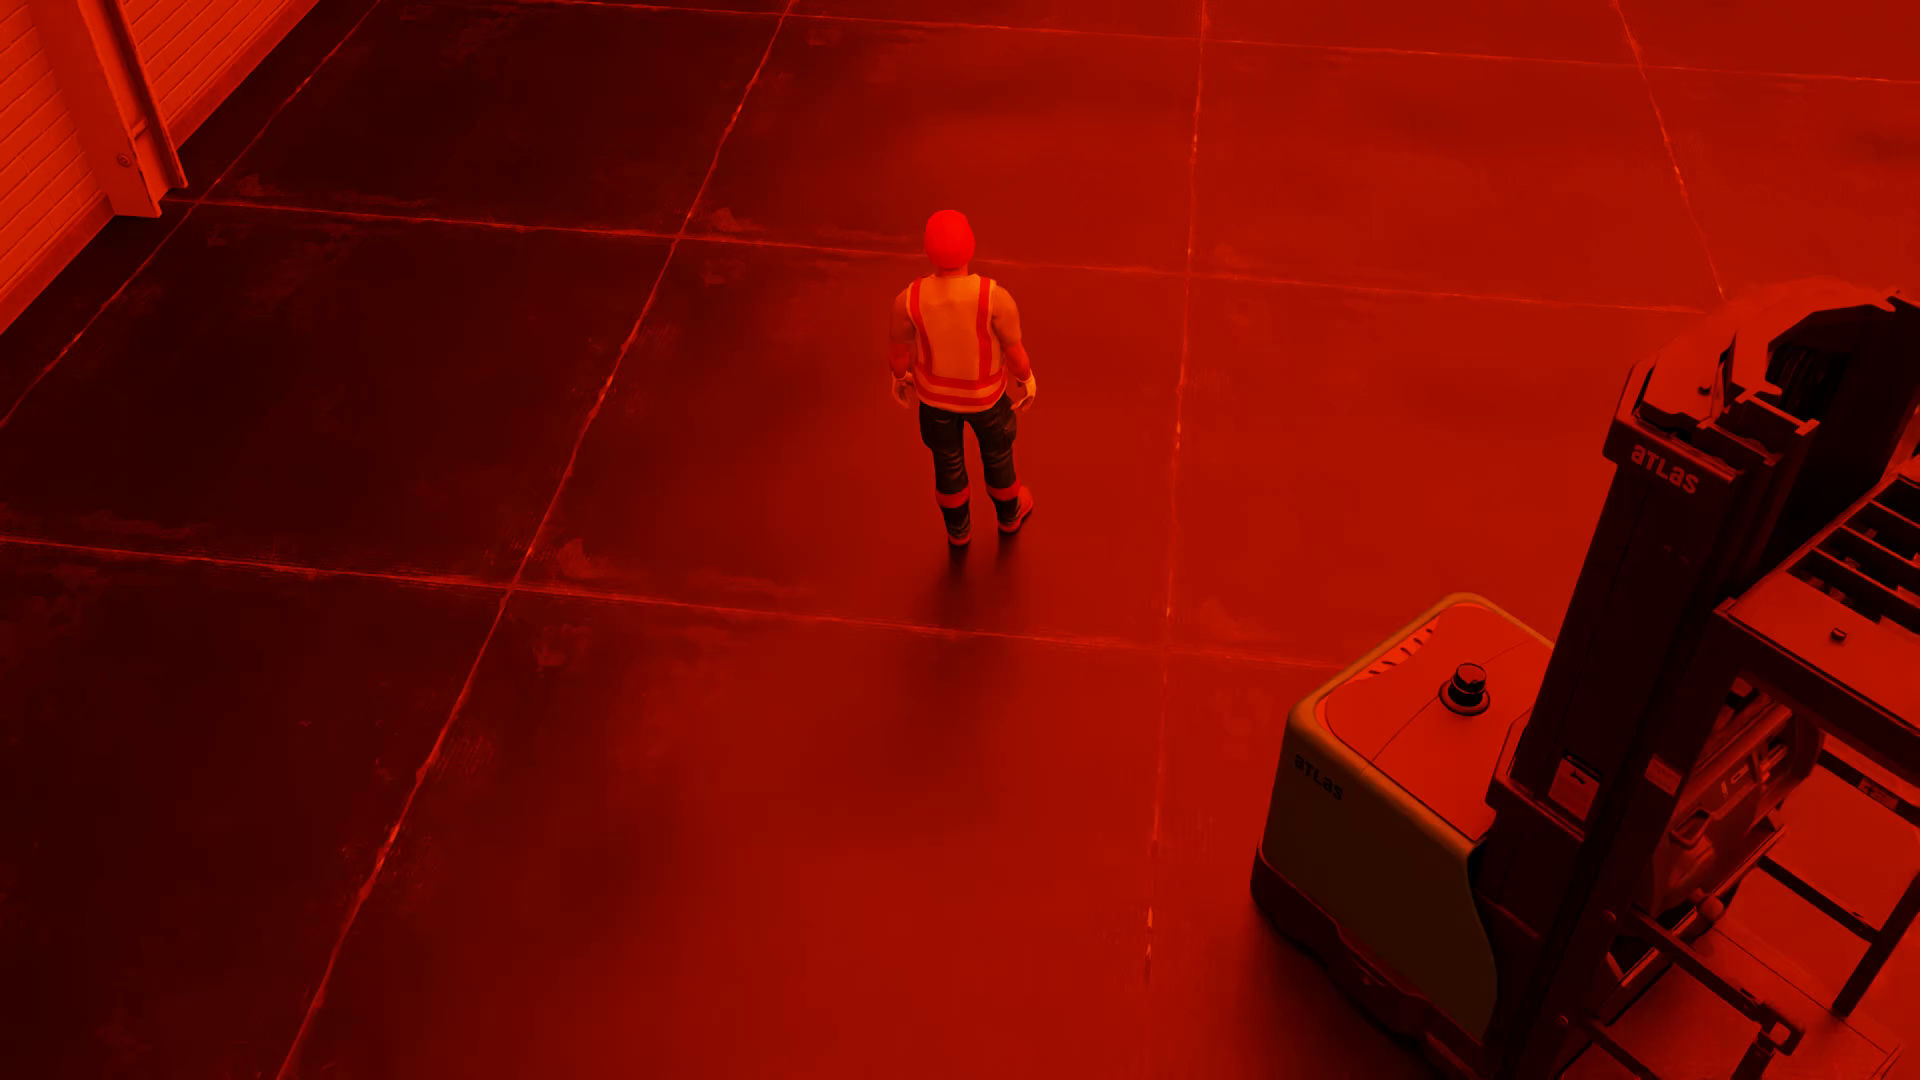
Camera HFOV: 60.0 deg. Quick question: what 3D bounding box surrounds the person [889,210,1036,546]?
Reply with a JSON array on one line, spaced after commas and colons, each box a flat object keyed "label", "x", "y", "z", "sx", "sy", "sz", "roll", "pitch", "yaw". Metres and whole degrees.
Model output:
[{"label": "person", "x": 0.023, "y": -0.717, "z": 7.338, "sx": 0.637, "sy": 1.787, "sz": 0.564, "roll": 5, "pitch": 43, "yaw": 6}]

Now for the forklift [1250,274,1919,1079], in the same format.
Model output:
[{"label": "forklift", "x": 2.434, "y": 0.851, "z": 4.798, "sx": 1.130, "sy": 2.935, "sz": 3.031, "roll": -29, "pitch": 50, "yaw": -28}]
